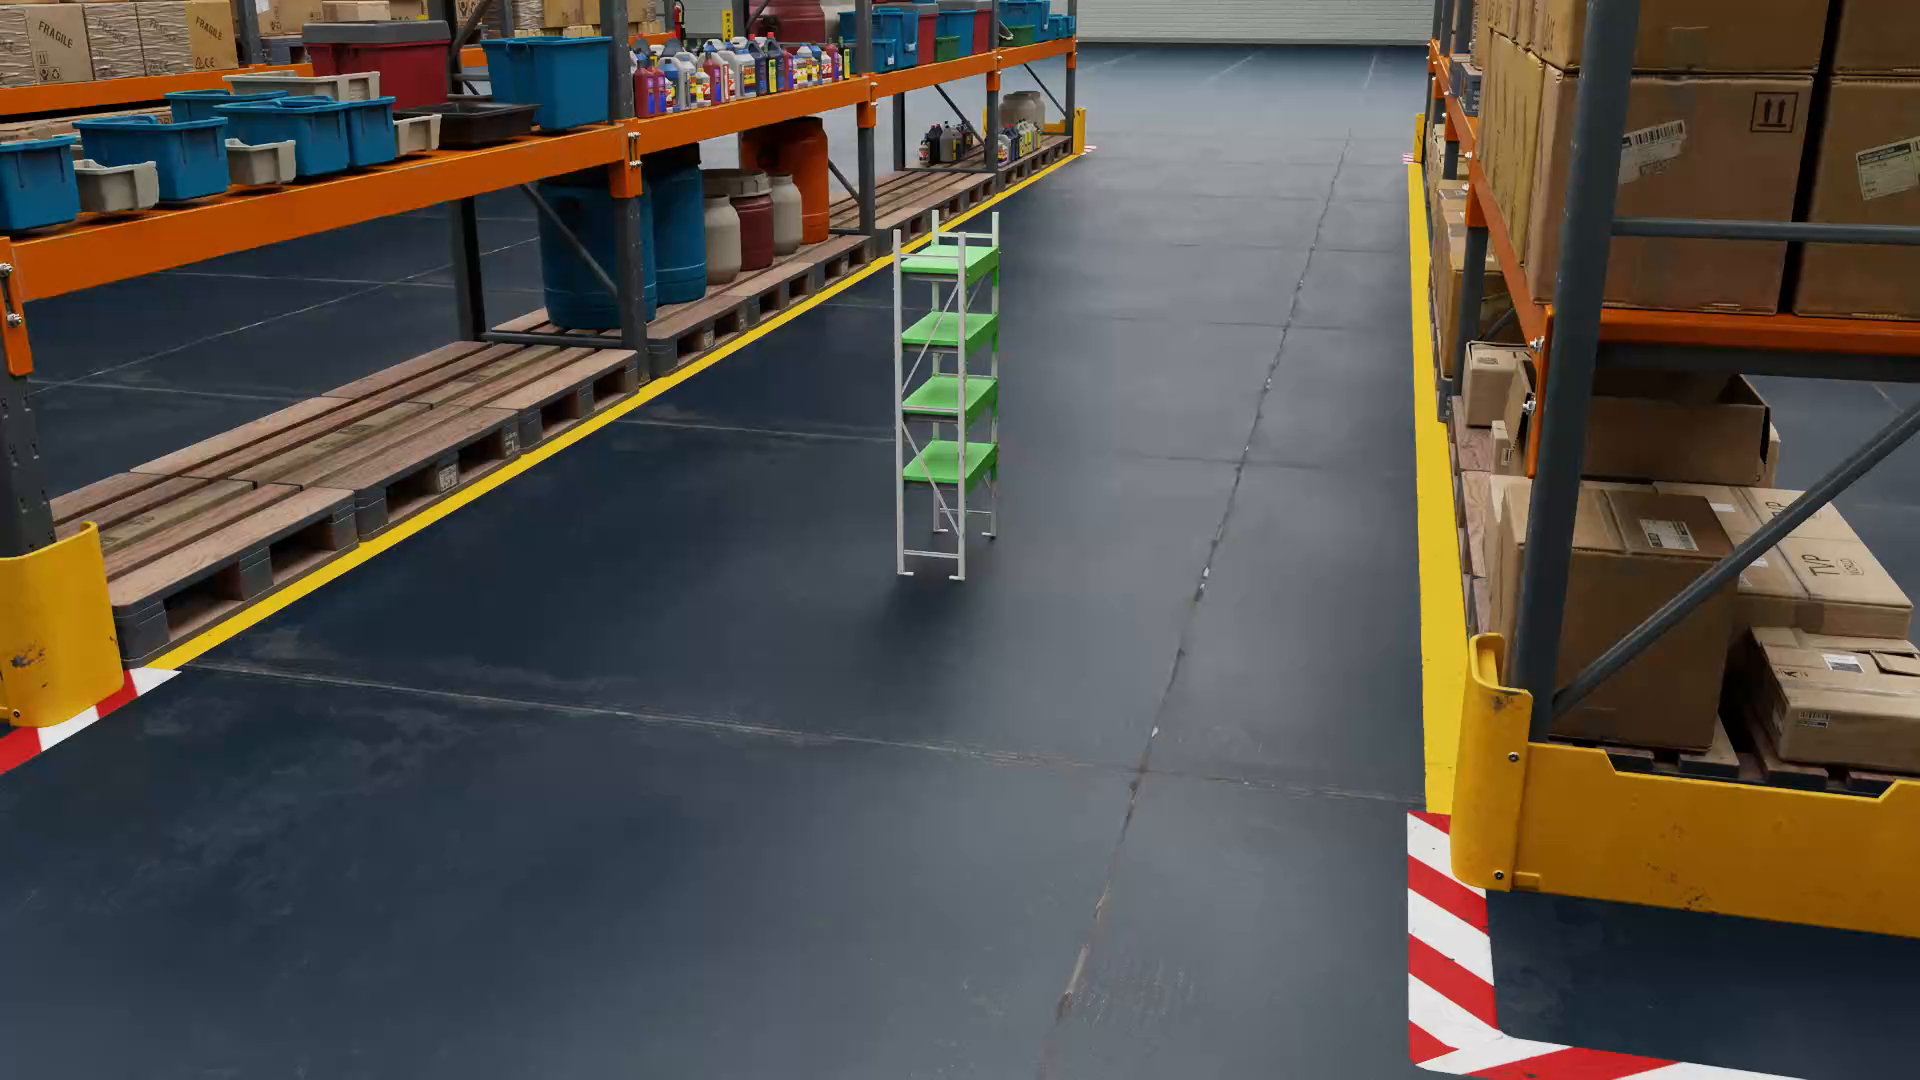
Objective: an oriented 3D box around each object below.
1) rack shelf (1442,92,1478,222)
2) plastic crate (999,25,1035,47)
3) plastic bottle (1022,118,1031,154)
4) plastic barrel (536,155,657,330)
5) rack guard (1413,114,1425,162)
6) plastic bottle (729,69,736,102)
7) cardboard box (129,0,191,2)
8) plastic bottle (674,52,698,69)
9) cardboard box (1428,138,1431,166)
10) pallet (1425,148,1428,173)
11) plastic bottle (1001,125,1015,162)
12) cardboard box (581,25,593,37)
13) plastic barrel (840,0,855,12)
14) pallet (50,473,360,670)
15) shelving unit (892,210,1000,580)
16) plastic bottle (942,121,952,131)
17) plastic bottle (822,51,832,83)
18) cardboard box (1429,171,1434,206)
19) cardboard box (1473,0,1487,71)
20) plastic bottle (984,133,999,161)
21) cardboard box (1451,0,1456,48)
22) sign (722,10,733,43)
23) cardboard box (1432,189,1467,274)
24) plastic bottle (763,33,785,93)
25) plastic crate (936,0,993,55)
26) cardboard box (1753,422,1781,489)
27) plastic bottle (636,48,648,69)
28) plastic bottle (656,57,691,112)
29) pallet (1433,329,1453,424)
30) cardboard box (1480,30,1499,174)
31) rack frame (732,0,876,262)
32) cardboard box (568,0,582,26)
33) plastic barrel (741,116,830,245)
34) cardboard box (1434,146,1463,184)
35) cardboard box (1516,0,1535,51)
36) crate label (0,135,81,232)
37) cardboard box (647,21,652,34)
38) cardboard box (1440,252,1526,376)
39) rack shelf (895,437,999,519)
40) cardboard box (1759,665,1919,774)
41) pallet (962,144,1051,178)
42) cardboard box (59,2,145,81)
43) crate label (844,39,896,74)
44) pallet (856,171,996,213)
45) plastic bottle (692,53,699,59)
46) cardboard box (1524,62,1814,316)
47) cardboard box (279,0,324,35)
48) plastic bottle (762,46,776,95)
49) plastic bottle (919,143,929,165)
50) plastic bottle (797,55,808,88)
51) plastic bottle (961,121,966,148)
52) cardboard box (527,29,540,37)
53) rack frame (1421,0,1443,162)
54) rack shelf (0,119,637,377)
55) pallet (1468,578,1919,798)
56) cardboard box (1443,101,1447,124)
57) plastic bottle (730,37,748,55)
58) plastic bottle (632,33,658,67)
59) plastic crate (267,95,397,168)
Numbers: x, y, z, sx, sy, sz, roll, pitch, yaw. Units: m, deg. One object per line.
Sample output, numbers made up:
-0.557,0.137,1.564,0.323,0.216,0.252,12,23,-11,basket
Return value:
3.198,-2.145,8.939,1.077,0.370,4.000,5,19,13,rack shelf
0.467,-5.061,16.692,0.450,0.188,0.662,5,19,13,plastic crate
0.656,-4.184,17.213,0.144,0.351,0.185,5,20,16,plastic bottle
-1.944,-1.625,8.902,0.600,0.901,0.708,5,19,13,plastic barrel
5.647,-4.444,18.425,1.175,0.500,0.348,5,19,13,rack guard
-1.330,-2.596,9.454,0.097,0.201,0.097,0,19,0,plastic bottle
-6.113,-4.190,12.106,0.797,0.503,0.637,5,20,15,cardboard box
-1.532,-2.609,9.377,0.152,0.276,0.135,5,19,13,plastic bottle
4.805,-3.740,16.100,0.500,0.250,0.500,5,19,13,cardboard box
5.495,-4.057,17.738,1.003,0.211,1.213,5,19,13,pallet
0.461,-3.933,16.479,0.144,0.351,0.185,5,20,15,plastic bottle
-4.244,-5.545,18.170,0.380,0.149,0.250,5,19,13,cardboard box
-0.969,-4.028,13.168,0.421,0.512,0.421,0,19,0,plastic barrel
-2.831,0.067,5.664,1.003,0.211,1.213,5,19,13,pallet
-0.040,-0.516,5.842,0.258,1.200,0.503,5,19,13,shelving unit
-0.135,-4.099,16.964,0.144,0.351,0.185,5,19,13,plastic bottle
-0.903,-3.143,11.055,0.097,0.201,0.097,0,19,0,plastic bottle
4.075,-2.834,13.447,0.500,0.250,0.500,4,19,12,cardboard box
3.081,-2.663,8.539,0.700,0.500,0.500,0,19,-1,cardboard box
0.321,-3.944,16.512,0.144,0.351,0.185,5,19,13,plastic bottle
5.015,-4.875,15.666,0.700,0.500,0.500,5,19,14,cardboard box
-1.651,-3.623,11.901,0.100,0.325,0.005,5,19,13,sign
3.176,-1.853,10.157,0.500,0.500,0.500,4,19,11,cardboard box
-1.160,-2.916,10.159,0.144,0.351,0.185,5,19,13,plastic bottle
0.040,-4.612,14.951,0.402,0.464,0.583,5,19,13,plastic crate
2.662,-0.358,6.074,0.500,0.311,0.500,5,19,13,cardboard box
-1.915,-2.802,9.948,0.097,0.271,0.097,0,19,0,plastic bottle
-1.521,-2.421,8.828,0.152,0.276,0.135,5,19,13,plastic bottle
2.871,-0.796,8.193,1.003,0.211,1.213,5,19,13,pallet
2.198,-1.607,6.096,0.500,0.500,0.500,5,19,14,cardboard box
-1.116,-3.504,11.806,1.000,3.000,0.127,5,19,13,rack frame
-4.591,-5.792,17.889,0.875,0.500,0.500,5,19,13,cardboard box
-1.219,-2.521,11.636,0.600,0.830,0.708,5,19,13,plastic barrel
3.822,-2.780,12.422,0.500,0.311,0.500,5,19,13,cardboard box
1.819,-1.607,4.551,0.500,0.500,0.500,5,20,15,cardboard box
-2.691,-0.997,4.633,0.416,0.233,0.303,5,19,13,crate label
-3.895,-6.100,19.795,0.380,0.149,0.250,5,19,13,cardboard box
2.552,-1.061,7.839,0.500,0.500,0.500,5,19,13,cardboard box
-0.040,-0.228,5.940,0.258,0.148,0.480,5,19,13,rack shelf
2.167,0.432,4.011,0.380,0.149,0.250,5,19,13,cardboard box
0.362,-4.029,17.657,1.003,0.211,1.213,5,19,13,pallet
-6.050,-3.450,11.492,0.500,0.500,0.500,4,19,12,cardboard box
-0.649,-3.527,12.133,0.303,0.233,0.416,5,19,13,crate label
-0.293,-3.189,15.198,1.003,0.211,1.213,5,19,13,pallet
-1.736,-3.079,10.869,0.097,0.201,0.097,0,19,0,plastic bottle
1.577,-0.814,3.774,0.500,0.500,0.500,5,20,15,cardboard box
-5.786,-4.497,13.908,0.700,0.500,0.500,8,20,21,cardboard box
-1.158,-2.831,10.015,0.061,0.283,0.133,5,19,13,plastic bottle
-0.352,-3.780,16.263,0.097,0.201,0.097,0,19,0,plastic bottle
-1.022,-2.990,10.609,0.097,0.201,0.097,0,19,0,plastic bottle
0.021,-4.321,17.720,0.061,0.283,0.133,5,19,14,plastic bottle
-4.524,-5.151,17.017,0.380,0.149,0.250,5,19,13,cardboard box
5.641,-5.619,17.999,1.000,3.000,0.127,5,19,13,rack frame
-2.582,-1.283,6.417,1.077,0.370,4.000,5,19,13,rack shelf
1.944,0.442,4.569,1.003,0.211,1.213,5,19,13,pallet
4.699,-3.936,15.516,0.500,0.500,0.500,5,19,13,cardboard box
-1.535,-3.335,11.504,0.152,0.276,0.135,5,19,13,plastic bottle
-1.917,-2.886,10.074,0.144,0.351,0.185,5,19,13,plastic bottle
-2.296,-1.504,6.117,0.416,0.233,0.300,5,19,13,plastic crate
